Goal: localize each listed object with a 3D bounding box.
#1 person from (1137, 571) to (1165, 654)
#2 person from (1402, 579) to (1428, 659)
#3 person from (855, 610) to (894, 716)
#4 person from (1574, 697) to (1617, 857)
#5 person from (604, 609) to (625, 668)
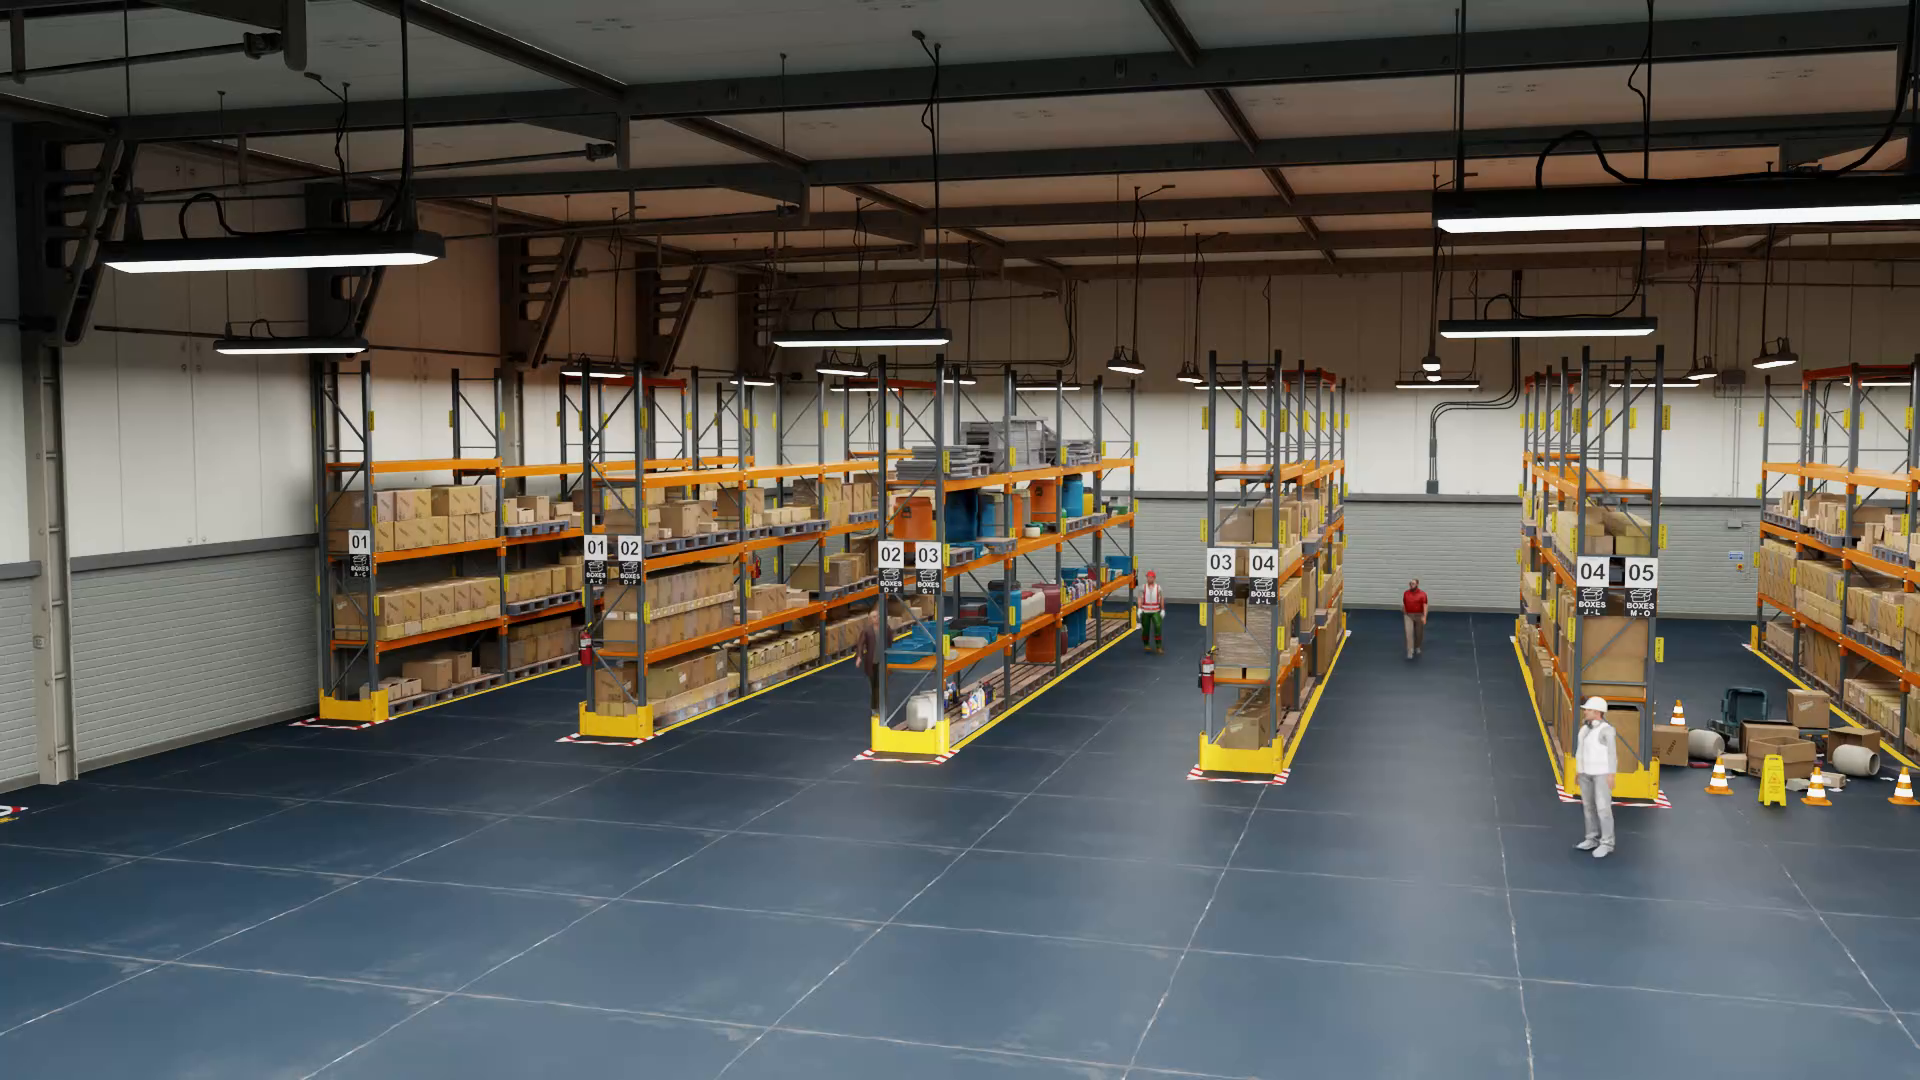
[{"bbox_3d":[4.118,1.549,35.758,0.634,1.742,0.938,0,4,-2],"label":"person"},{"bbox_3d":[9.625,1.653,35.175,0.521,1.677,1.072,1,4,12],"label":"person"},{"bbox_3d":[-1.443,2.110,28.399,0.625,1.805,0.764,0,4,6],"label":"person"},{"bbox_3d":[7.385,2.733,19.385,0.457,1.789,0.607,-2,5,-26],"label":"person"},{"bbox_3d":[-6.631,1.831,32.040,0.487,1.735,1.009,1,4,9],"label":"person"}]
